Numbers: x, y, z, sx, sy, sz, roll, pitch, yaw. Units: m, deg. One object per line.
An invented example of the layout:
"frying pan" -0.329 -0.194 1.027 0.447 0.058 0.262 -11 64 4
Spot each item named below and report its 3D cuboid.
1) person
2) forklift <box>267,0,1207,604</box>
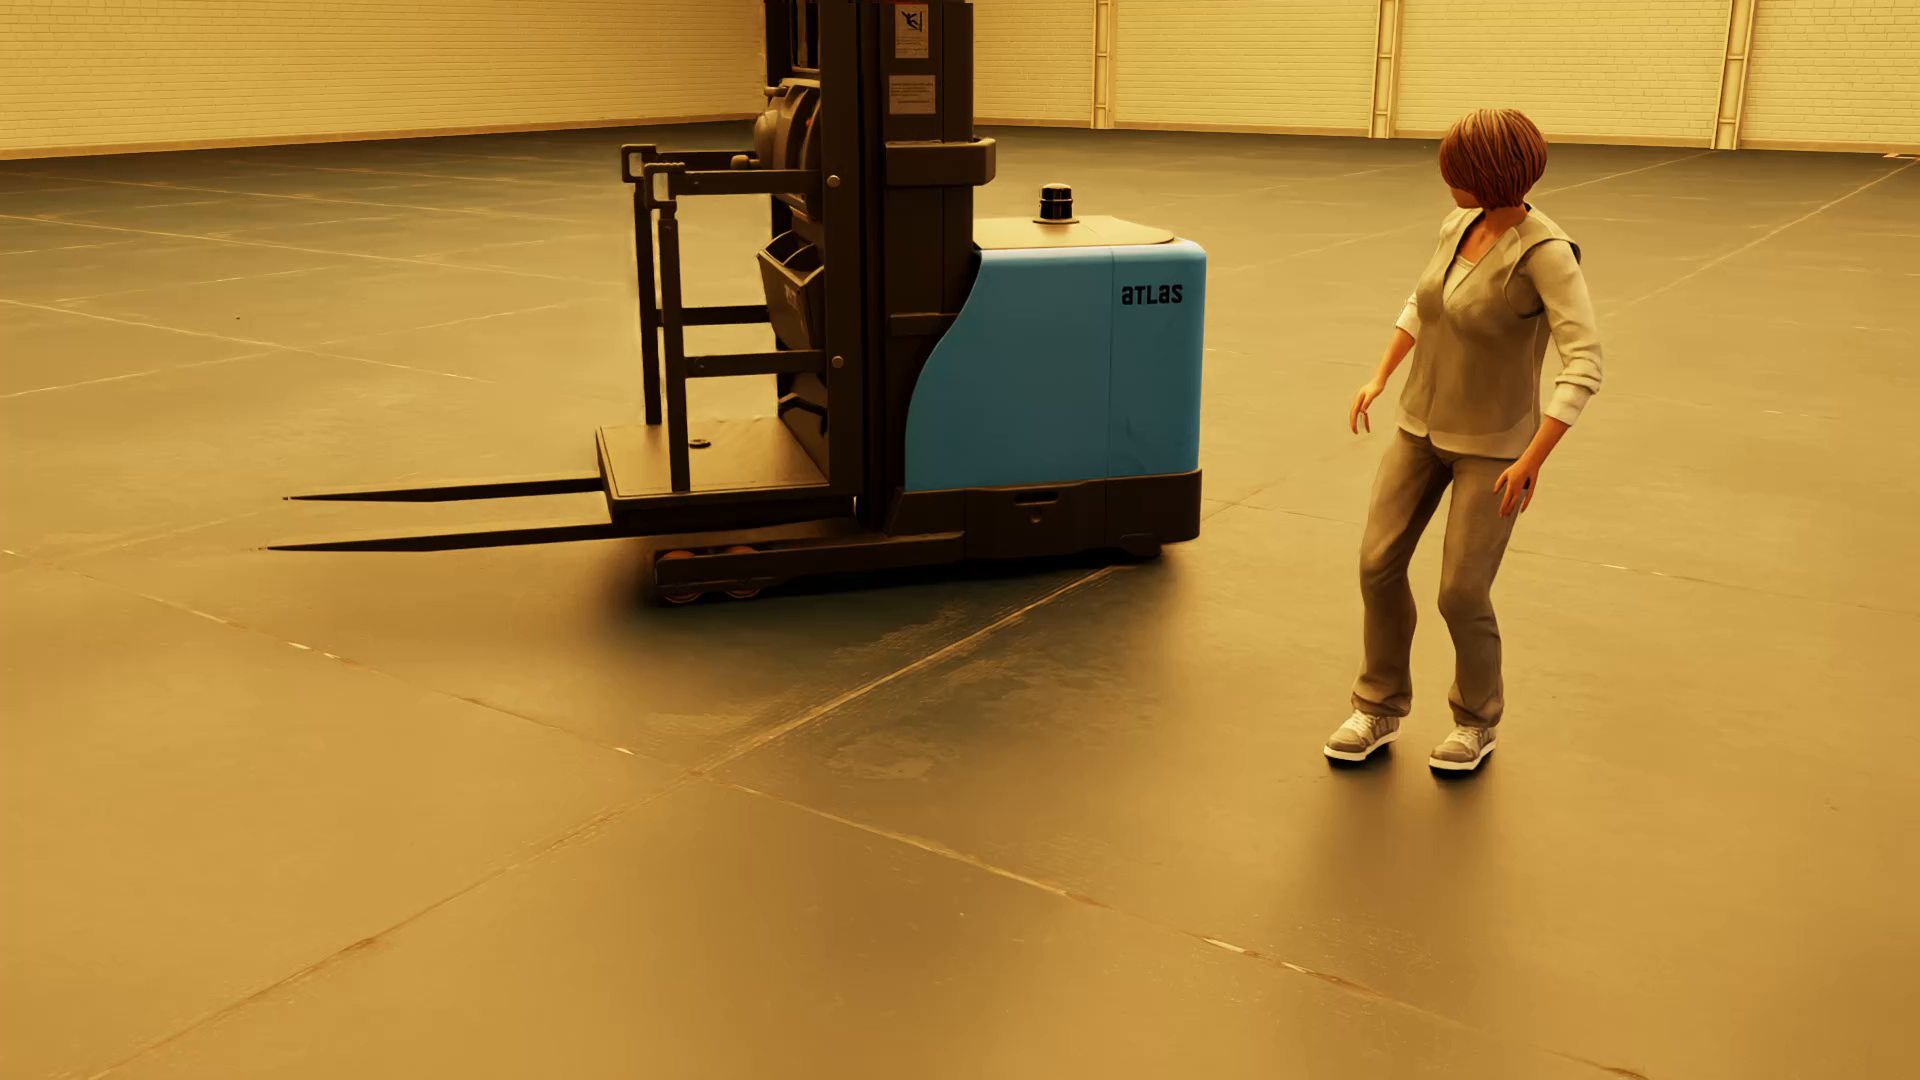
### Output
"person" 1.169 -0.197 3.883 0.447 1.573 0.608 -11 20 -33
"forklift" -0.745 -1.370 5.414 3.031 2.935 1.130 -4 17 -14
